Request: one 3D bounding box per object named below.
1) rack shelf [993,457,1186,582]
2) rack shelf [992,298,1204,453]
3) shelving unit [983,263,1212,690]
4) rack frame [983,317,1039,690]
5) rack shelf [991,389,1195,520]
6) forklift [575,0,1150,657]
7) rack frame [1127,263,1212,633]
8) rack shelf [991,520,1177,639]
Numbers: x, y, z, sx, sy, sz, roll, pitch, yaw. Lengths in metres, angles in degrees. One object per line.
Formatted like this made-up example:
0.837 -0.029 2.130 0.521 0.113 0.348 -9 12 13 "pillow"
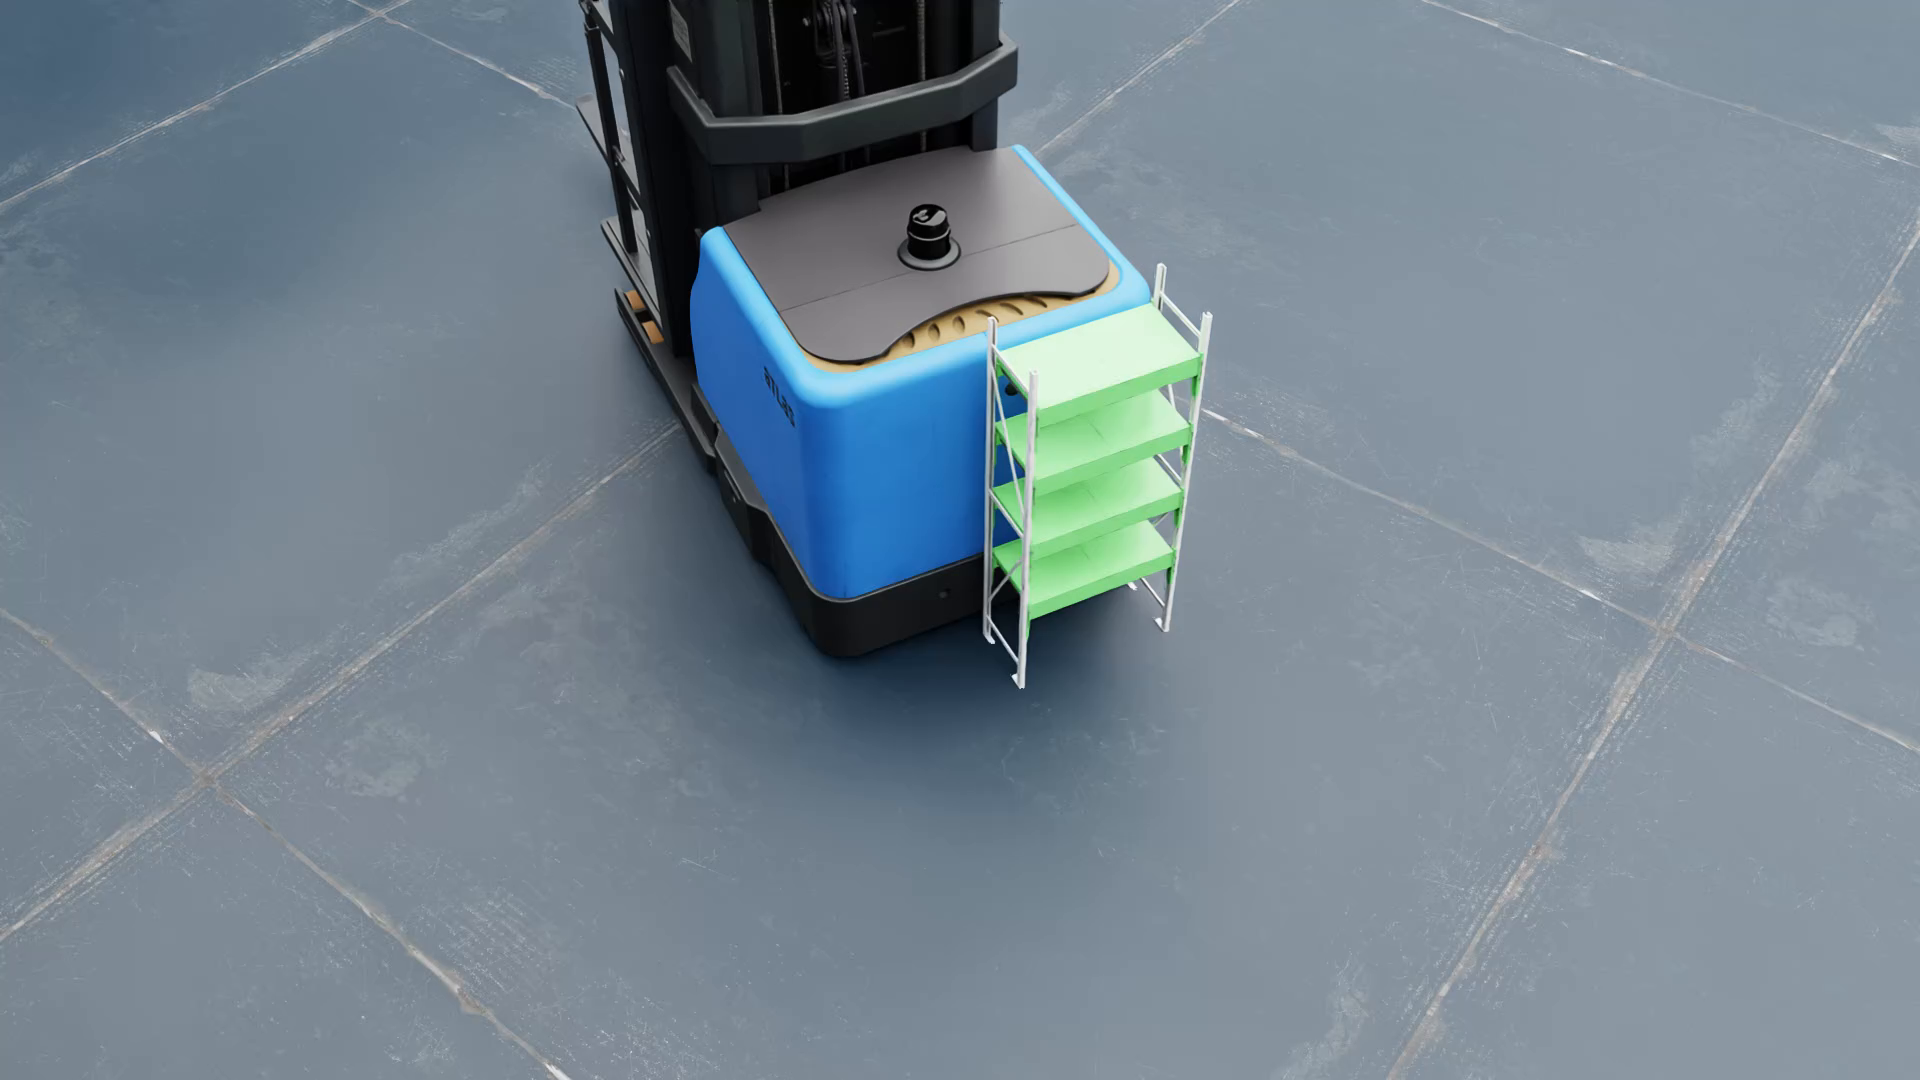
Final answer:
0.347 -0.094 4.598 0.480 0.148 0.258 -20 49 -18 "rack shelf"
0.347 -0.425 4.251 0.480 0.148 0.258 -20 49 -18 "rack shelf"
0.347 -0.138 4.552 0.503 1.200 0.258 -20 49 -18 "shelving unit"
0.128 -0.059 4.477 0.015 1.200 0.240 -20 49 -18 "rack frame"
0.347 -0.259 4.424 0.480 0.148 0.258 -20 49 -18 "rack shelf"
-0.569 -1.747 4.892 1.130 2.935 3.031 -19 49 -18 "forklift"
0.566 -0.216 4.627 0.015 1.200 0.240 -20 49 -18 "rack frame"
0.347 0.072 4.771 0.480 0.148 0.258 -20 49 -18 "rack shelf"
